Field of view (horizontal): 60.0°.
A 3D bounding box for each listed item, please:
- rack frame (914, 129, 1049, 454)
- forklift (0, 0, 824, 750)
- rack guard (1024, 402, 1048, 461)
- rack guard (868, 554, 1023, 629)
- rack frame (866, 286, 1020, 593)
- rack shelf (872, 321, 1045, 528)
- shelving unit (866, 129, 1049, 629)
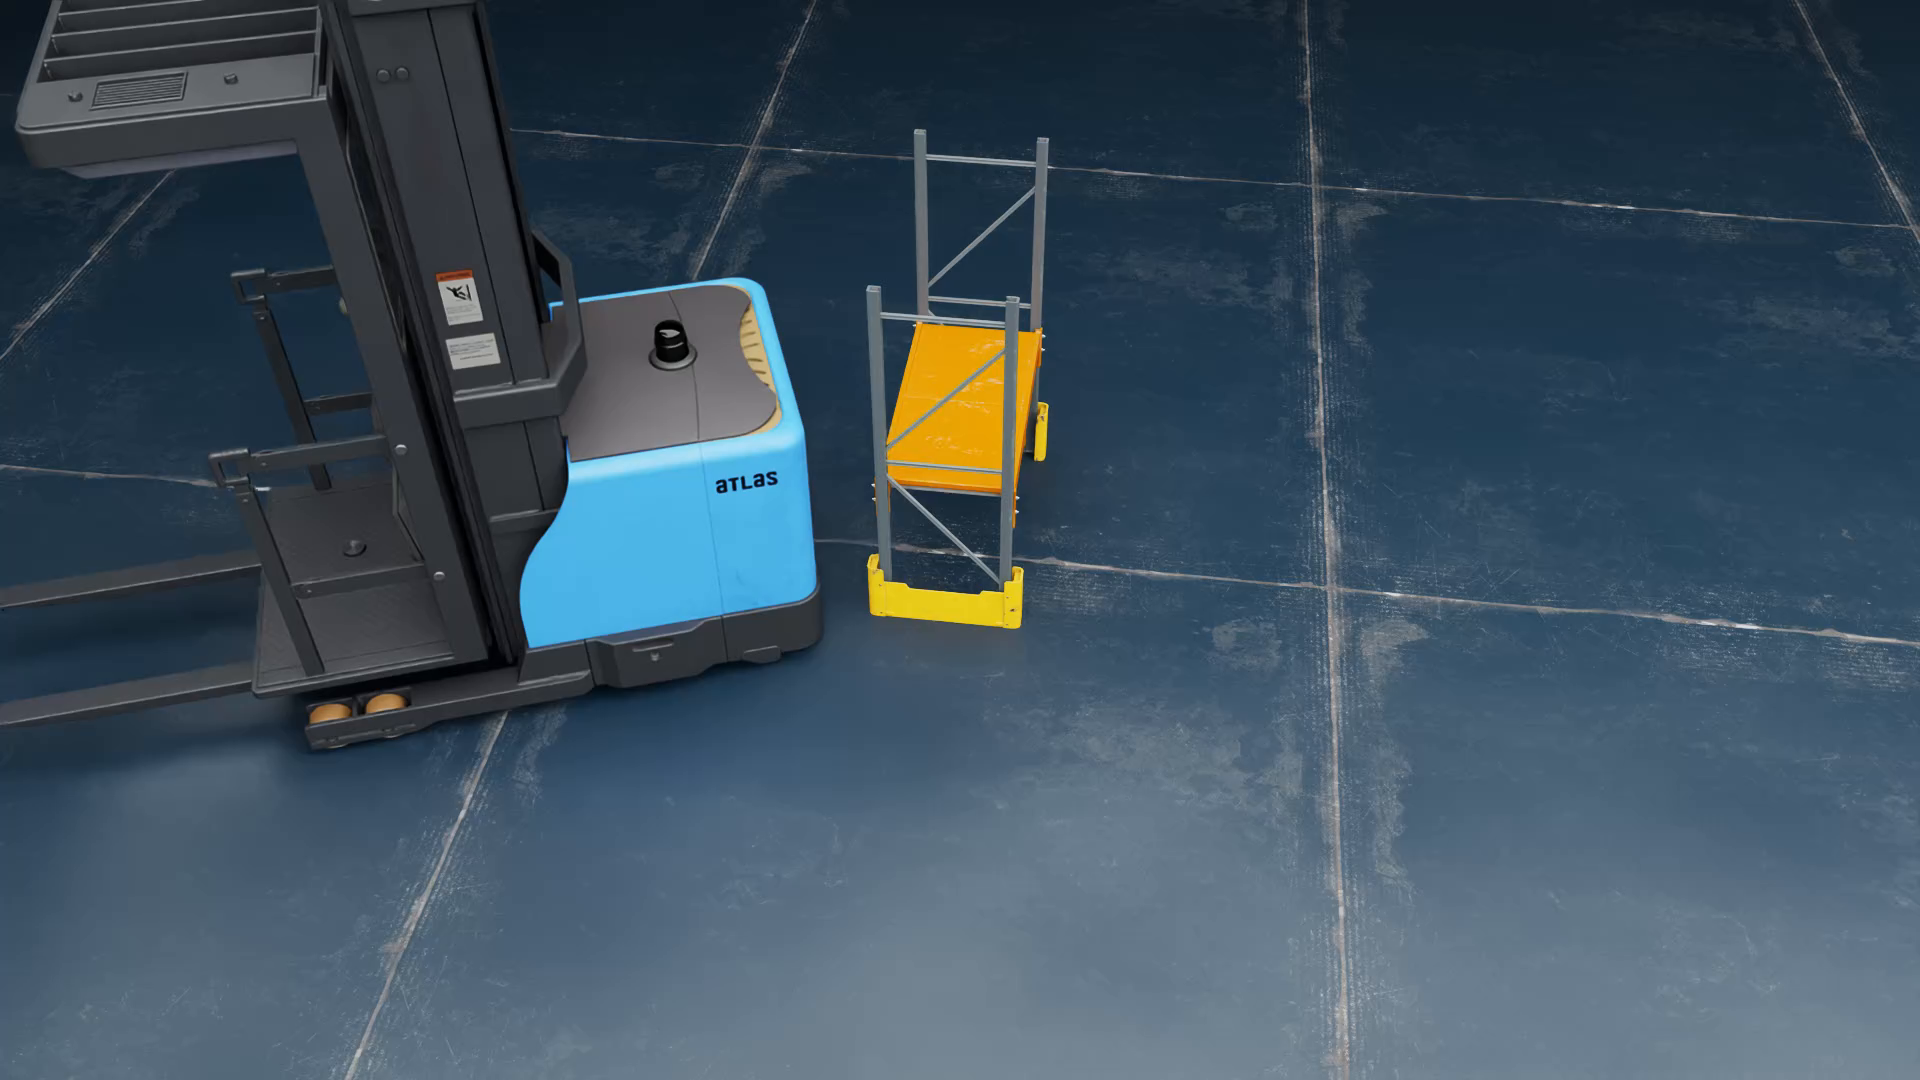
[{"bbox_3d":[0.078,-0.949,6.662,0.500,1.500,0.032,5,44,6],"label":"rack frame"},{"bbox_3d":[-2.088,-0.721,5.379,3.031,2.935,1.130,-10,44,-10],"label":"forklift"},{"bbox_3d":[0.076,-0.482,7.077,0.587,0.250,0.087,5,44,6],"label":"rack guard"},{"bbox_3d":[-0.056,0.197,6.360,0.587,0.250,0.087,5,44,6],"label":"rack guard"},{"bbox_3d":[-0.056,-0.256,5.930,0.500,1.500,0.032,5,44,6],"label":"rack frame"},{"bbox_3d":[0.011,-0.472,6.419,0.538,0.185,1.000,5,44,6],"label":"rack shelf"},{"bbox_3d":[0.010,-0.597,6.289,0.587,1.500,1.083,5,44,6],"label":"shelving unit"}]
